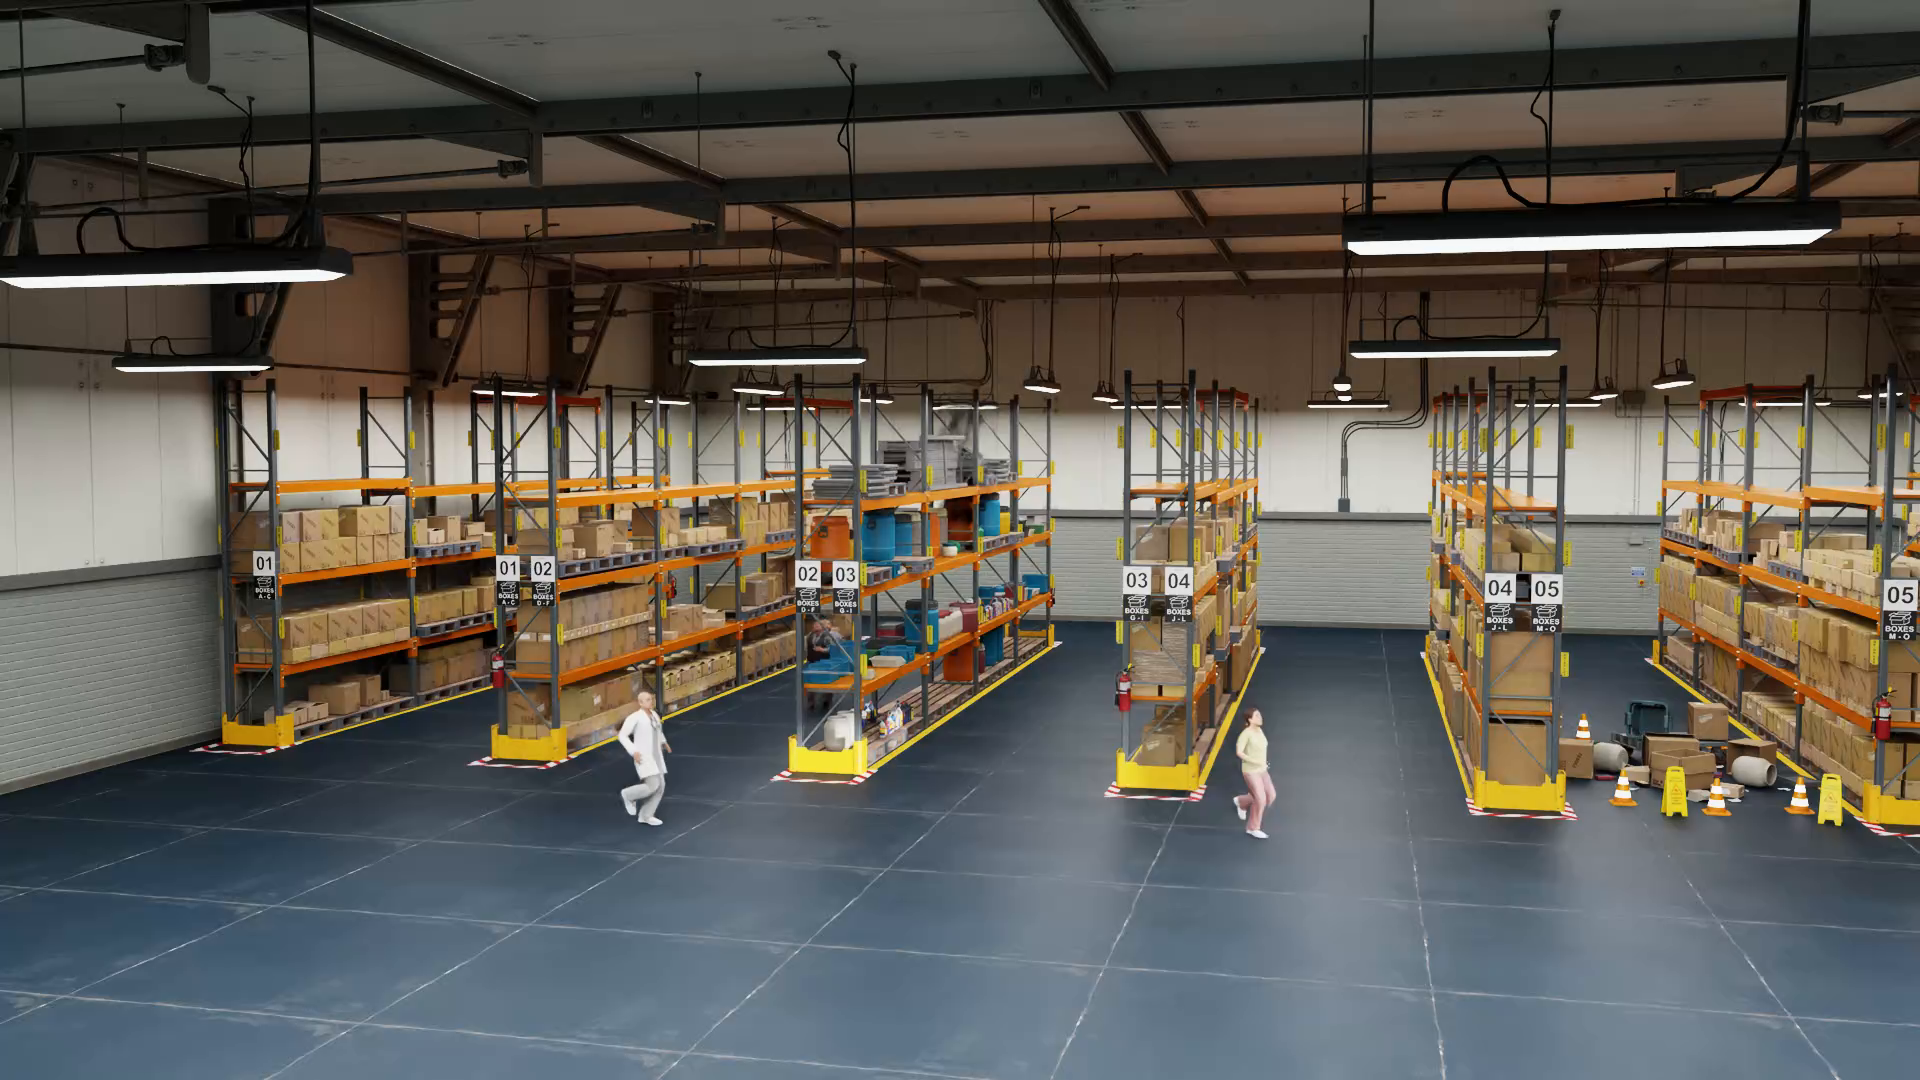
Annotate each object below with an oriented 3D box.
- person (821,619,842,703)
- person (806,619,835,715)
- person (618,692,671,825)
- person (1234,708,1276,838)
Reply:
[{"bbox_3d":[-2.527,2.344,31.703,0.619,1.516,0.556,0,3,3],"label":"person"},{"bbox_3d":[-2.561,2.331,30.535,0.635,1.769,0.795,1,4,13],"label":"person"},{"bbox_3d":[-4.089,2.841,21.668,0.637,1.732,0.710,2,4,31],"label":"person"},{"bbox_3d":[3.697,2.931,21.087,0.579,1.634,0.610,3,5,41],"label":"person"}]
